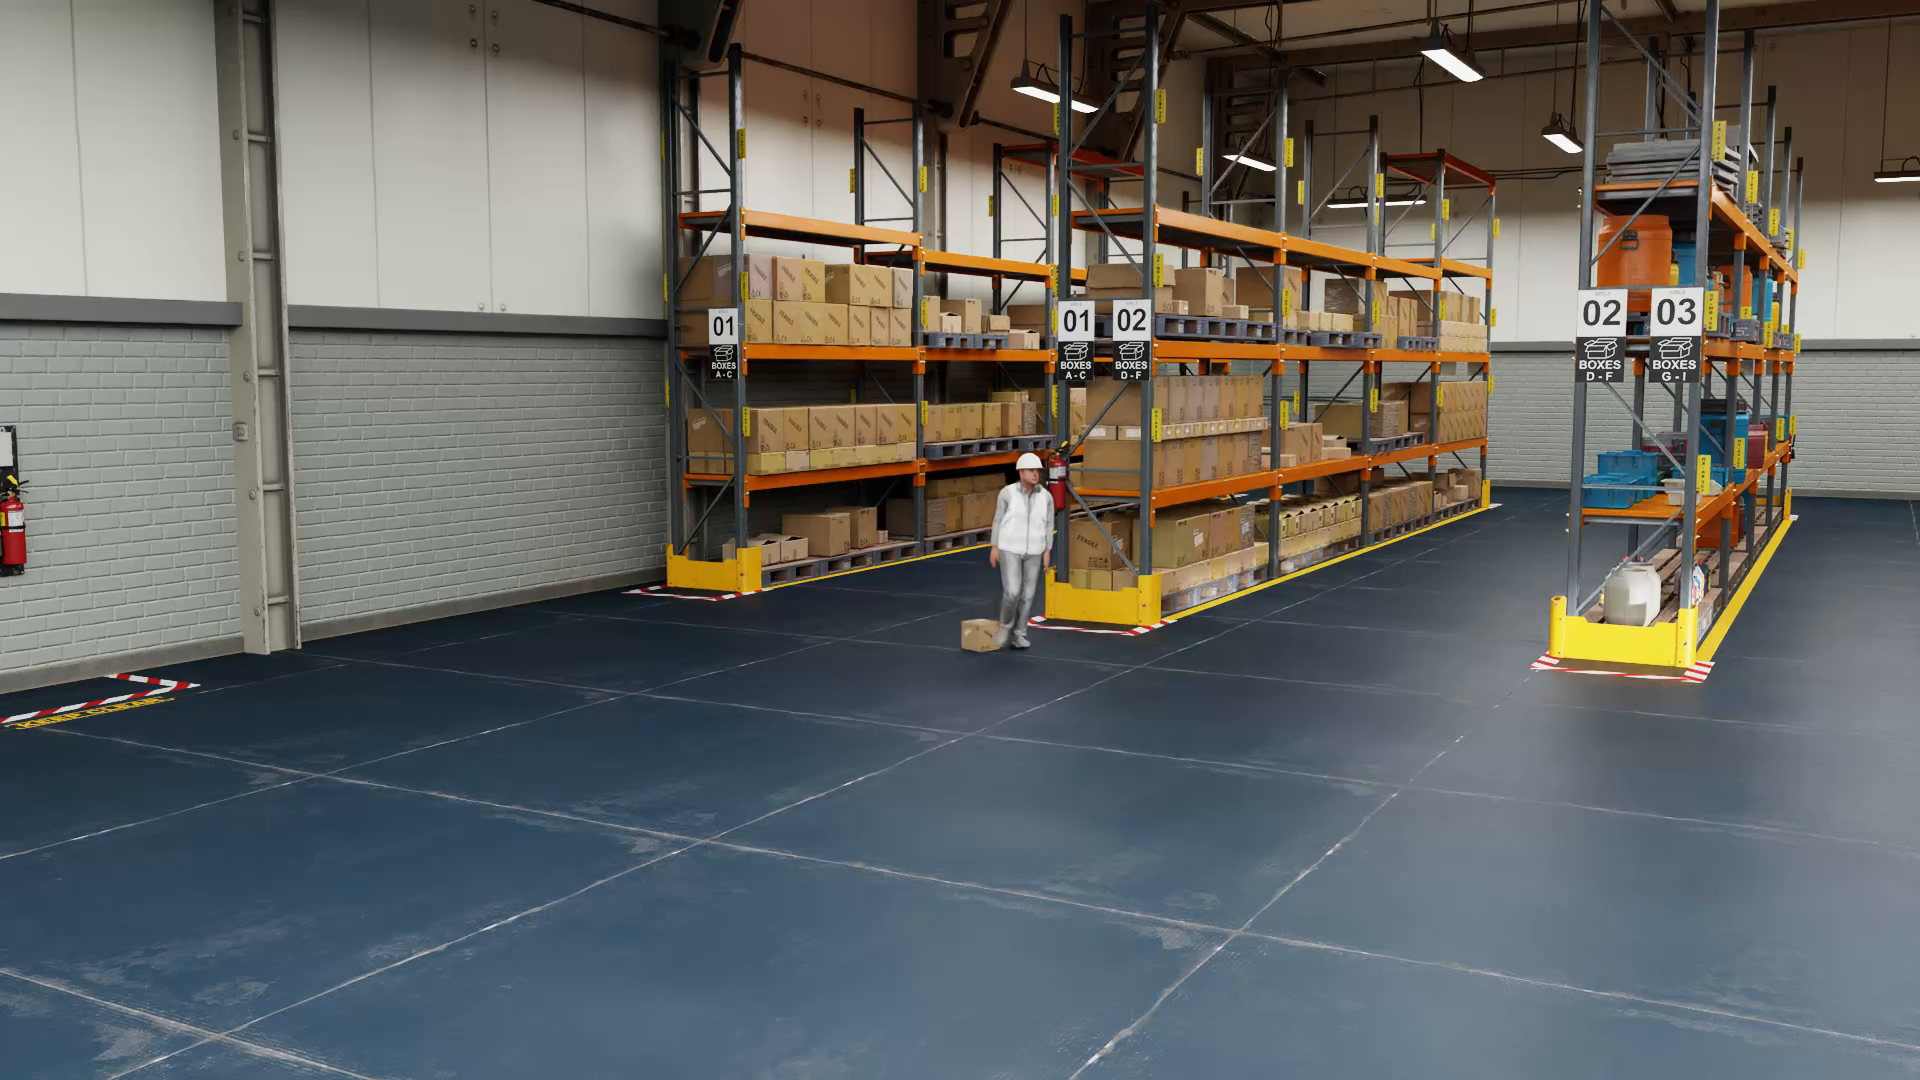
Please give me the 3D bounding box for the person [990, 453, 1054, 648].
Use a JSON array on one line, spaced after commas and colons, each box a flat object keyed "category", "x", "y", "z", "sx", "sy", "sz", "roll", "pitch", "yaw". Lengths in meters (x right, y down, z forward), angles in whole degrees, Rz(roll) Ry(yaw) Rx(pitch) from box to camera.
[{"category": "person", "x": 0.569, "y": 0.096, "z": 14.903, "sx": 0.566, "sy": 1.758, "sz": 0.493, "roll": -2, "pitch": 6, "yaw": -17}]
